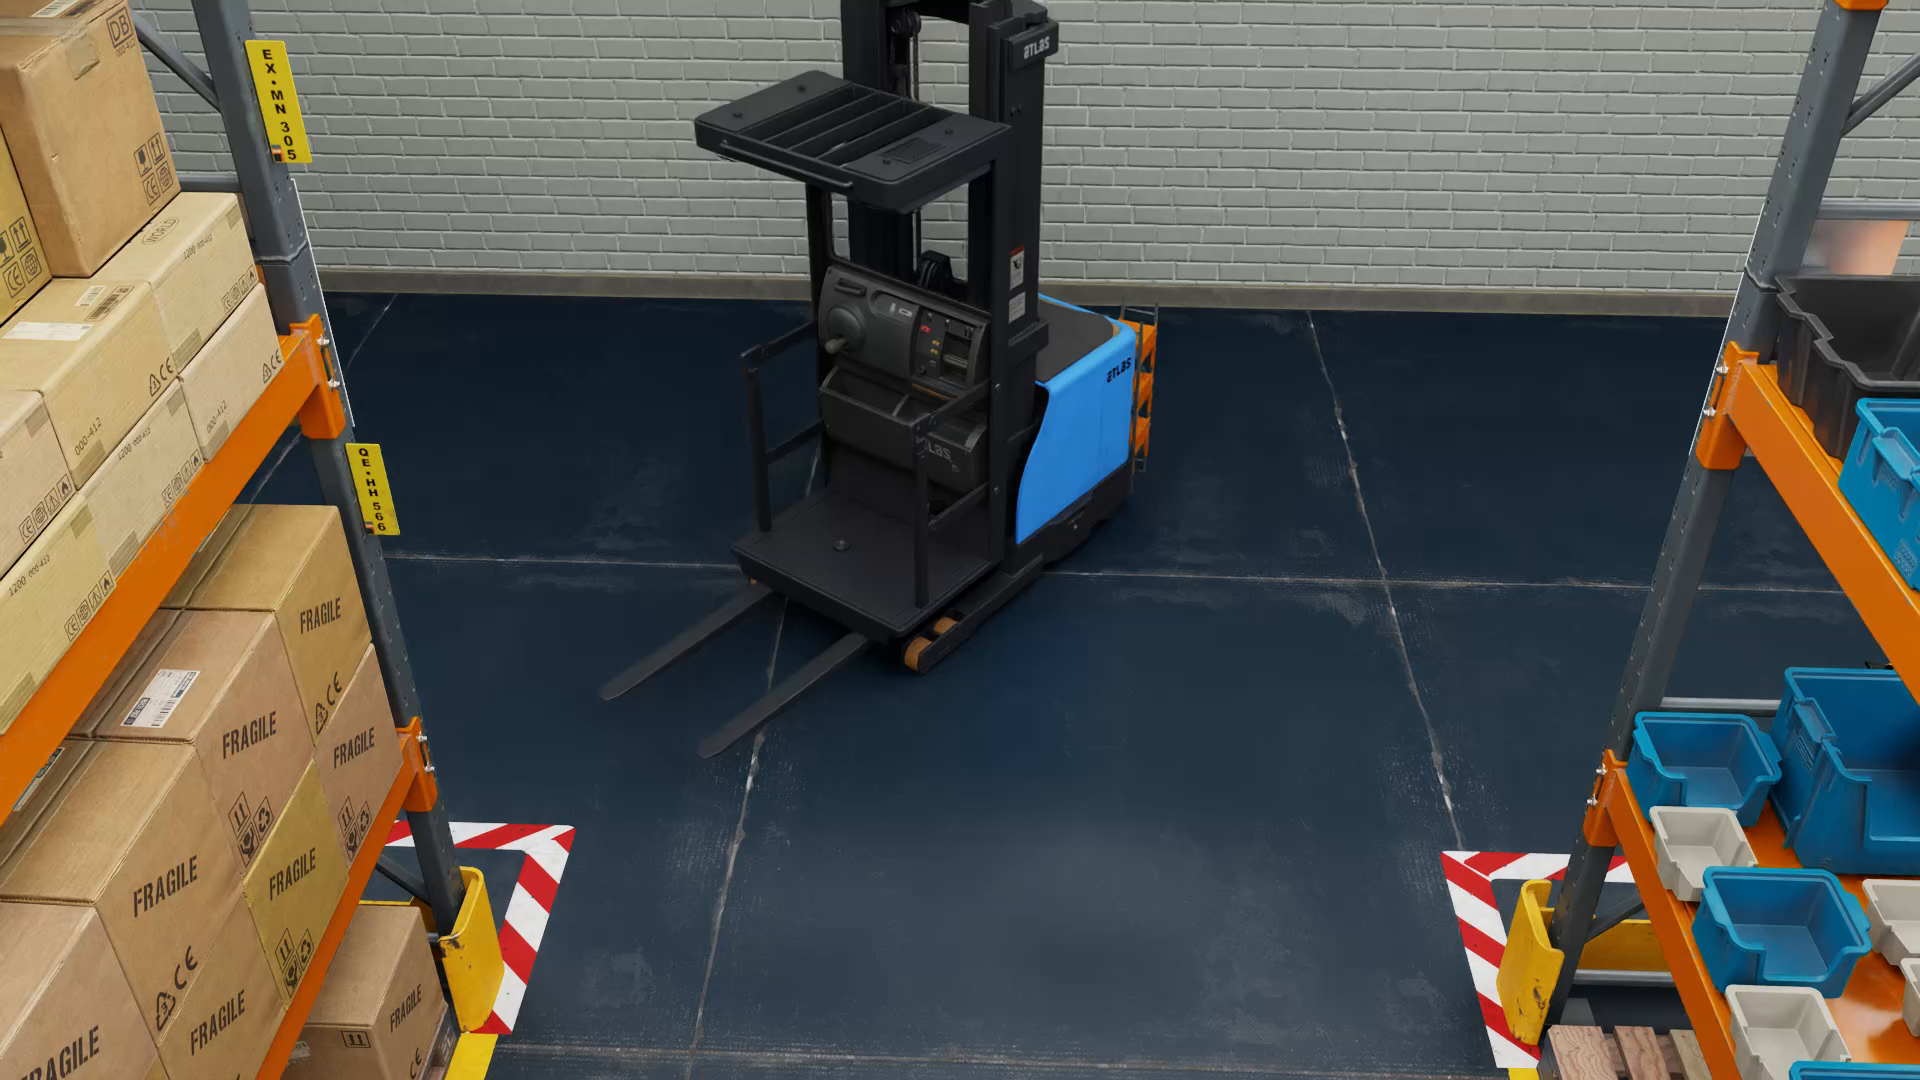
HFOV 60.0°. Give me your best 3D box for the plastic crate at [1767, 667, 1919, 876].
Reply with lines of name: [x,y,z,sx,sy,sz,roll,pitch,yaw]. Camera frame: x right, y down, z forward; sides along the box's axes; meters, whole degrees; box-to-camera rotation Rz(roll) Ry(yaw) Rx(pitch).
plastic crate: [2.797,0.702,5.005,0.616,0.435,0.499,1,35,2]

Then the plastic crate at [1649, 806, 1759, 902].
plastic crate: [2.190,0.945,4.920,0.250,0.136,0.298,1,35,2]

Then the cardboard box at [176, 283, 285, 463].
cardboard box: [-2.082,-0.436,4.230,0.500,0.250,0.500,1,35,2]

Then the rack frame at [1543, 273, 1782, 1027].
rack frame: [2.624,0.545,5.312,1.000,3.000,0.127,1,35,2]

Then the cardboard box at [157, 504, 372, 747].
cardboard box: [-2.068,0.240,4.788,0.500,0.500,0.500,1,35,1]

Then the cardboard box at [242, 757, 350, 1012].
cardboard box: [-2.088,0.949,4.650,0.500,0.500,0.500,2,35,2]

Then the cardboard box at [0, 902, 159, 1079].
cardboard box: [-2.124,1.124,3.532,0.500,0.500,0.500,2,35,3]

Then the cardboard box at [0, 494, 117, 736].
cardboard box: [-2.120,0.138,3.412,0.500,0.250,0.500,1,35,2]

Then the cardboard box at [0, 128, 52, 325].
cardboard box: [-2.434,-0.668,3.472,0.700,0.500,0.500,1,35,2]

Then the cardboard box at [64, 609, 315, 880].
cardboard box: [-2.088,0.531,4.375,0.500,0.500,0.500,2,35,3]

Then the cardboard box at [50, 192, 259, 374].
cardboard box: [-2.091,-0.641,4.086,0.500,0.250,0.500,1,35,2]

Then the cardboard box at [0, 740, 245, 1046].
cardboard box: [-2.104,0.829,3.951,0.500,0.500,0.500,2,35,3]

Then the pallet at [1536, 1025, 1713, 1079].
pallet: [2.552,2.159,5.441,1.003,0.211,1.213,1,35,2]

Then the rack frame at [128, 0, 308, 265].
rack frame: [-2.325,-2.026,3.753,1.000,3.000,0.127,1,35,2]

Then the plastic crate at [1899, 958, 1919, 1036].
plastic crate: [2.746,1.267,4.461,0.396,0.136,0.243,1,35,2]

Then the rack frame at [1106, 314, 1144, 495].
rack frame: [0.841,-0.701,8.780,0.200,1.050,0.008,14,38,19]

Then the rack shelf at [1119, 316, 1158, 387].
rack shelf: [0.890,-0.989,8.715,0.215,0.259,0.240,14,38,19]

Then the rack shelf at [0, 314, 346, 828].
rack shelf: [-2.405,0.644,3.187,1.077,0.370,4.000,1,35,2]

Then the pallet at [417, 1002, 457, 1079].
pallet: [-2.359,2.071,5.566,1.003,0.211,1.213,1,35,2]

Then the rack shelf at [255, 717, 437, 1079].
rack shelf: [-2.405,1.872,4.049,1.077,0.370,4.000,1,35,2]

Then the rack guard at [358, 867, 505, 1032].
rack guard: [-2.328,1.495,6.134,1.175,0.500,0.348,1,35,2]

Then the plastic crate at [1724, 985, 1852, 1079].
plastic crate: [2.162,1.334,4.365,0.250,0.136,0.298,1,35,2]

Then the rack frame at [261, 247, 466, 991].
rack frame: [-2.325,0.428,5.478,1.000,3.000,0.127,1,35,2]

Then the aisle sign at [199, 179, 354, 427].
aisle sign: [-2.016,-0.667,4.776,0.394,0.787,0.004,1,35,2]

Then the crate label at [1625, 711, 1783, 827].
crate label: [2.285,0.723,5.152,0.416,0.233,0.303,1,35,2]

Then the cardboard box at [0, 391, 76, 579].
cardboard box: [-2.135,-0.067,3.269,0.500,0.250,0.500,1,35,2]

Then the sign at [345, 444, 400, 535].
sign: [-1.771,-0.150,5.019,0.100,0.325,0.005,1,35,2]

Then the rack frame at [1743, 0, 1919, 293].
rack frame: [2.624,-1.910,3.587,1.000,3.000,0.127,1,35,2]

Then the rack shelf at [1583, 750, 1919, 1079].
rack shelf: [2.544,1.988,3.884,1.077,0.370,4.000,1,35,2]

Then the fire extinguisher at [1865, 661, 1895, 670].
fire extinguisher: [3.084,0.653,5.550,0.296,0.674,0.183,1,35,2]

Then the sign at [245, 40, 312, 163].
sign: [-1.771,-1.137,4.326,0.100,0.325,0.005,1,35,2]

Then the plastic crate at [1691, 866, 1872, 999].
plastic crate: [2.259,1.101,4.613,0.416,0.233,0.300,1,35,2]

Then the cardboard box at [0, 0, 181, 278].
cardboard box: [-2.329,-0.953,3.878,0.700,0.500,0.500,1,35,2]

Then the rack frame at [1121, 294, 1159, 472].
rack frame: [0.940,-0.830,8.963,0.200,1.050,0.008,14,38,19]

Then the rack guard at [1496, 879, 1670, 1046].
rack guard: [2.612,1.553,6.051,1.175,0.500,0.348,1,35,2]

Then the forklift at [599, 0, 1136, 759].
forklift: [-0.401,-0.899,7.425,1.130,2.935,3.031,24,42,30]

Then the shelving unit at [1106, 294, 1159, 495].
shelving unit: [0.890,-0.765,8.872,0.215,1.050,0.252,14,38,19]

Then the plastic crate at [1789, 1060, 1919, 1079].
plastic crate: [2.232,1.479,4.075,0.416,0.233,0.300,1,35,2]

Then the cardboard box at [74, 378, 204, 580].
cardboard box: [-2.113,-0.149,3.821,0.500,0.250,0.500,1,35,2]

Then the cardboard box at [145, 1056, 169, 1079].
cardboard box: [-2.134,1.525,3.830,0.500,0.500,0.500,1,35,1]

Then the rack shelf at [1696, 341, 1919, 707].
rack shelf: [2.544,0.761,3.021,1.077,0.370,4.000,1,35,2]

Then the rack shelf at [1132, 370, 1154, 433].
rack shelf: [0.890,-0.757,8.878,0.215,0.259,0.240,14,38,19]

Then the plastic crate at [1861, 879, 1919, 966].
plastic crate: [2.772,1.101,4.698,0.396,0.136,0.243,1,35,2]

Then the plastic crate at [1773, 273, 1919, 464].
plastic crate: [2.330,-0.414,4.181,0.497,0.269,0.590,1,35,2]

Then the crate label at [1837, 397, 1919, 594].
crate label: [2.264,-0.099,3.748,0.408,0.251,0.502,1,35,2]

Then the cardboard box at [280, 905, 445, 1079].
cardboard box: [-2.101,1.589,5.617,0.500,0.500,0.500,1,35,2]

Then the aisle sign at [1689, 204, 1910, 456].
aisle sign: [2.330,-0.567,4.633,0.394,0.787,0.004,1,35,2]

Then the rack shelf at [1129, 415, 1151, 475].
rack shelf: [0.890,-0.529,9.038,0.215,0.259,0.240,14,38,19]

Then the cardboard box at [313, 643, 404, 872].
cardboard box: [-2.071,0.651,5.074,0.500,0.500,0.500,2,35,3]

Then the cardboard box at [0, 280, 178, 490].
cardboard box: [-2.111,-0.354,3.677,0.500,0.250,0.500,1,35,2]

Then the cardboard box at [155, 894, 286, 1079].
cardboard box: [-2.114,1.236,4.242,0.500,0.500,0.500,2,35,2]
